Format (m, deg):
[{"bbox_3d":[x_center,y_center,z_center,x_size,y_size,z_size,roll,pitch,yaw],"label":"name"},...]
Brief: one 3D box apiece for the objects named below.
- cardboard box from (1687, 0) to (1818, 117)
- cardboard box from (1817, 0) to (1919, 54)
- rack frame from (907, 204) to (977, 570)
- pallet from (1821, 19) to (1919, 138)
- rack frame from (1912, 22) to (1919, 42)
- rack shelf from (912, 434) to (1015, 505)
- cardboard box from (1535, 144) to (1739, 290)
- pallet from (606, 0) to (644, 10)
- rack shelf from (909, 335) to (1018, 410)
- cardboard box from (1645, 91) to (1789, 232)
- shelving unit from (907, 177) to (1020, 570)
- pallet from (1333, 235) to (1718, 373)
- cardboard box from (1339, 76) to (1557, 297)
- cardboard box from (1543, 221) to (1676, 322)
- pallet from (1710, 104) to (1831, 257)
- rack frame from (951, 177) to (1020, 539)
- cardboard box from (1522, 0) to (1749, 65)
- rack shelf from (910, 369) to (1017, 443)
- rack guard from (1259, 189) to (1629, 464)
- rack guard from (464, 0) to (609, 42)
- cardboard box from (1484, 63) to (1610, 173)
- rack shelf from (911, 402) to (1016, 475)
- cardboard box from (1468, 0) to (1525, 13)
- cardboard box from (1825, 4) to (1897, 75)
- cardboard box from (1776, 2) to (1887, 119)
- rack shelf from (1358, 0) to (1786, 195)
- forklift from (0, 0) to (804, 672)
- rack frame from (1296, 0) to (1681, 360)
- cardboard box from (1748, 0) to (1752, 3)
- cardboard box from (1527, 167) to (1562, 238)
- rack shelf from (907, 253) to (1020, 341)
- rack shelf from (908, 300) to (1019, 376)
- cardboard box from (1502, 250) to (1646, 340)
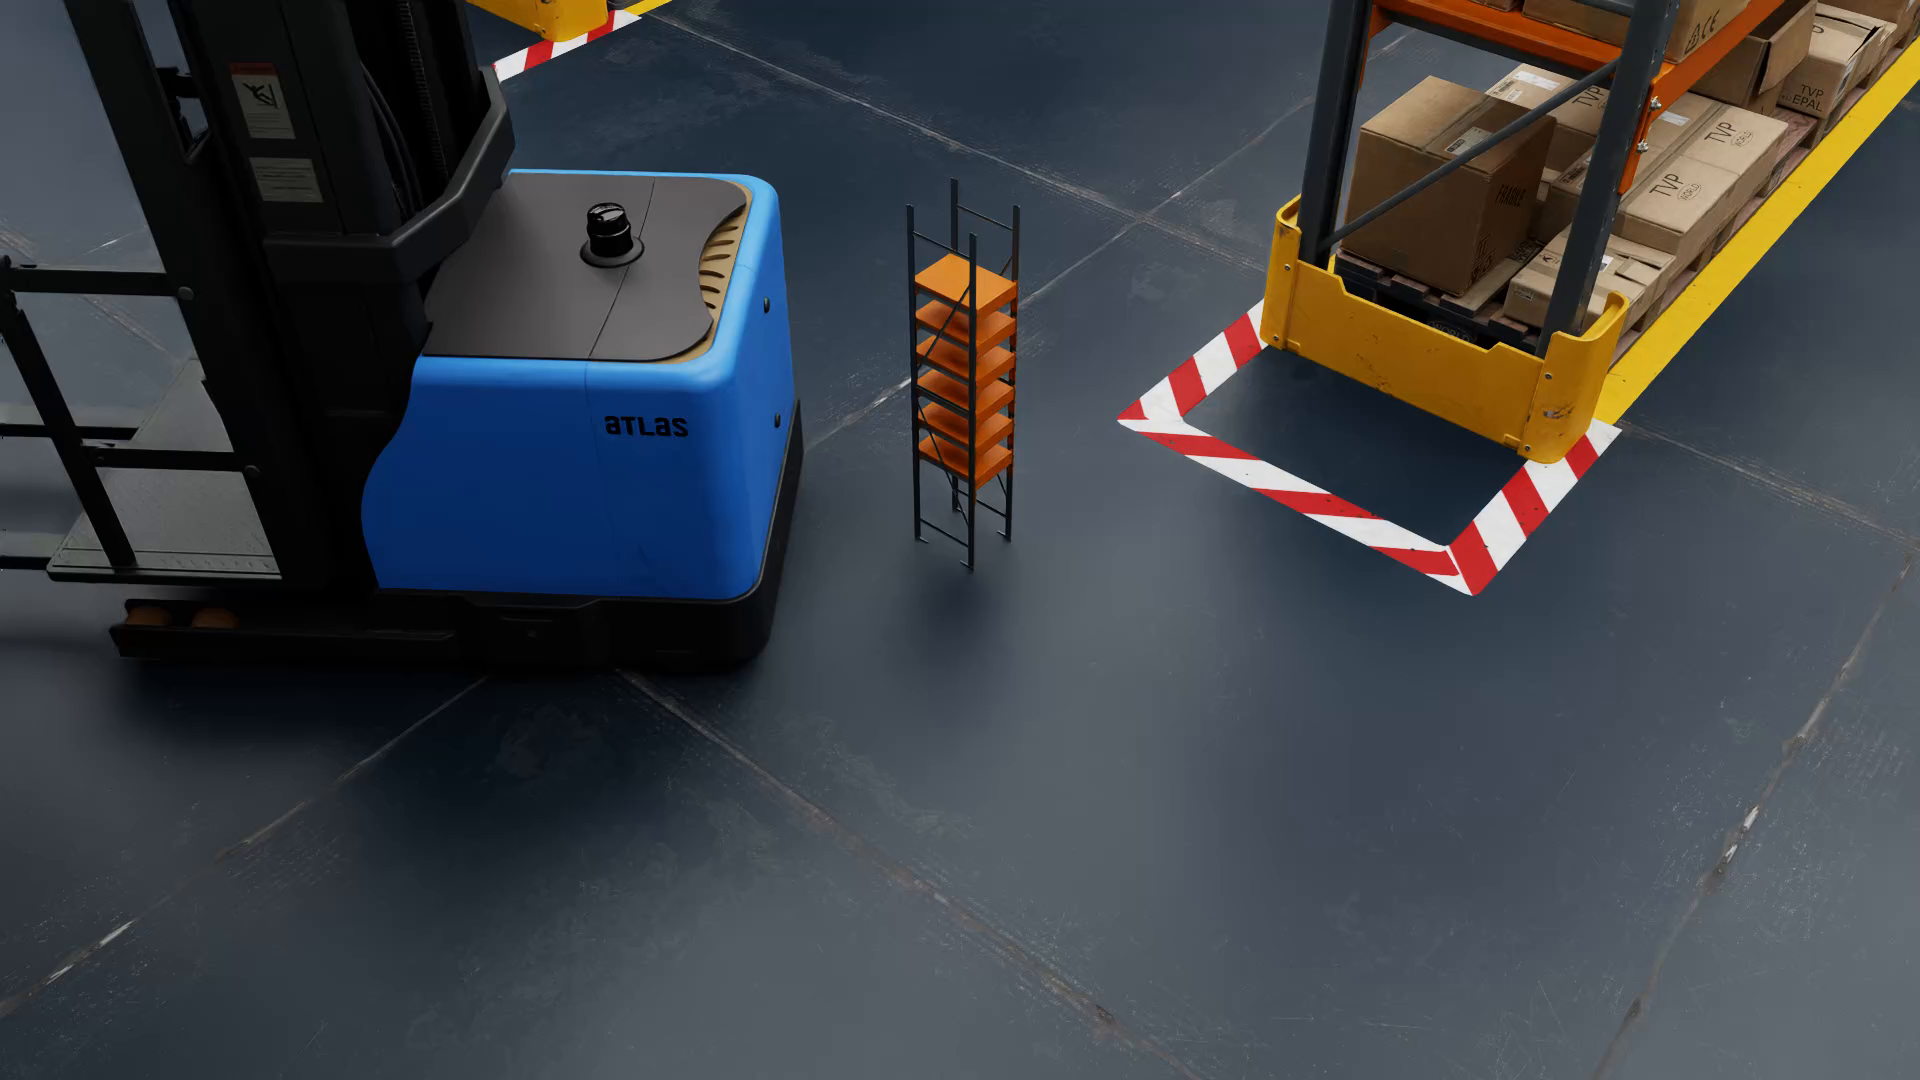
[{"bbox_3d":[2.944,-1.975,6.721,0.797,0.503,0.637,29,50,28],"label":"cardboard box"},{"bbox_3d":[3.999,-2.527,7.331,0.500,0.500,0.500,29,50,28],"label":"cardboard box"},{"bbox_3d":[-0.050,-0.404,4.803,0.240,1.200,0.006,29,50,28],"label":"rack frame"},{"bbox_3d":[3.706,-2.321,7.645,1.003,0.211,1.213,29,50,28],"label":"pallet"},{"bbox_3d":[4.149,-3.706,7.096,1.000,3.000,0.127,29,50,28],"label":"rack frame"},{"bbox_3d":[0.009,-0.241,5.046,0.258,0.103,0.180,29,50,28],"label":"rack shelf"},{"bbox_3d":[2.463,-1.206,6.064,0.500,0.250,0.500,29,50,28],"label":"cardboard box"},{"bbox_3d":[-1.654,-3.169,8.578,1.003,0.211,1.213,29,50,28],"label":"pallet"},{"bbox_3d":[0.009,-0.507,4.804,0.258,0.103,0.180,29,50,28],"label":"rack shelf"},{"bbox_3d":[2.785,-1.463,6.347,0.500,0.250,0.500,29,50,28],"label":"cardboard box"},{"bbox_3d":[0.009,-0.451,4.855,0.258,1.200,0.189,29,50,28],"label":"shelving unit"},{"bbox_3d":[2.136,-1.064,6.264,1.003,0.211,1.213,29,50,28],"label":"pallet"},{"bbox_3d":[1.736,-1.271,5.949,0.500,0.500,0.500,29,50,28],"label":"cardboard box"},{"bbox_3d":[2.268,-0.956,5.851,0.380,0.166,0.250,29,50,28],"label":"cardboard box"},{"bbox_3d":[2.921,-1.690,6.951,1.003,0.211,1.213,29,50,28],"label":"pallet"},{"bbox_3d":[0.068,-0.498,4.906,0.240,1.200,0.006,29,50,28],"label":"rack frame"},{"bbox_3d":[2.062,-1.797,4.923,0.500,0.500,0.500,31,50,29],"label":"cardboard box"},{"bbox_3d":[0.009,-0.418,4.884,0.258,0.103,0.180,29,50,28],"label":"rack shelf"},{"bbox_3d":[1.624,-0.760,5.714,1.175,0.500,0.348,29,50,28],"label":"rack guard"},{"bbox_3d":[-2.220,-2.850,8.012,1.175,0.500,0.348,29,50,28],"label":"rack guard"},{"bbox_3d":[2.370,-1.654,6.556,0.500,0.250,0.500,29,50,28],"label":"cardboard box"},{"bbox_3d":[0.009,-0.330,4.965,0.258,0.103,0.180,29,50,28],"label":"rack shelf"},{"bbox_3d":[1.655,-2.031,5.180,0.500,0.500,0.500,31,51,30],"label":"cardboard box"},{"bbox_3d":[3.804,-2.178,7.208,0.380,0.149,0.250,29,50,28],"label":"cardboard box"},{"bbox_3d":[3.517,-2.071,6.970,0.500,0.311,0.500,29,50,28],"label":"cardboard box"},{"bbox_3d":[2.862,-2.410,6.205,1.077,0.370,4.000,29,50,28],"label":"rack shelf"},{"bbox_3d":[-2.047,-1.079,4.258,3.031,2.935,1.130,2,42,2],"label":"forklift"},{"bbox_3d":[1.575,-1.646,4.831,1.000,3.000,0.127,29,50,28],"label":"rack frame"},{"bbox_3d":[2.390,-2.065,5.217,0.500,0.500,0.500,29,50,28],"label":"cardboard box"},{"bbox_3d":[2.066,-1.317,6.247,0.380,0.166,0.250,29,50,28],"label":"cardboard box"},{"bbox_3d":[0.009,-0.685,4.642,0.258,0.103,0.180,29,50,28],"label":"rack shelf"},{"bbox_3d":[0.009,-0.596,4.723,0.258,0.103,0.180,29,50,28],"label":"rack shelf"},{"bbox_3d":[2.107,-0.821,5.715,0.380,0.149,0.250,29,50,28],"label":"cardboard box"}]
